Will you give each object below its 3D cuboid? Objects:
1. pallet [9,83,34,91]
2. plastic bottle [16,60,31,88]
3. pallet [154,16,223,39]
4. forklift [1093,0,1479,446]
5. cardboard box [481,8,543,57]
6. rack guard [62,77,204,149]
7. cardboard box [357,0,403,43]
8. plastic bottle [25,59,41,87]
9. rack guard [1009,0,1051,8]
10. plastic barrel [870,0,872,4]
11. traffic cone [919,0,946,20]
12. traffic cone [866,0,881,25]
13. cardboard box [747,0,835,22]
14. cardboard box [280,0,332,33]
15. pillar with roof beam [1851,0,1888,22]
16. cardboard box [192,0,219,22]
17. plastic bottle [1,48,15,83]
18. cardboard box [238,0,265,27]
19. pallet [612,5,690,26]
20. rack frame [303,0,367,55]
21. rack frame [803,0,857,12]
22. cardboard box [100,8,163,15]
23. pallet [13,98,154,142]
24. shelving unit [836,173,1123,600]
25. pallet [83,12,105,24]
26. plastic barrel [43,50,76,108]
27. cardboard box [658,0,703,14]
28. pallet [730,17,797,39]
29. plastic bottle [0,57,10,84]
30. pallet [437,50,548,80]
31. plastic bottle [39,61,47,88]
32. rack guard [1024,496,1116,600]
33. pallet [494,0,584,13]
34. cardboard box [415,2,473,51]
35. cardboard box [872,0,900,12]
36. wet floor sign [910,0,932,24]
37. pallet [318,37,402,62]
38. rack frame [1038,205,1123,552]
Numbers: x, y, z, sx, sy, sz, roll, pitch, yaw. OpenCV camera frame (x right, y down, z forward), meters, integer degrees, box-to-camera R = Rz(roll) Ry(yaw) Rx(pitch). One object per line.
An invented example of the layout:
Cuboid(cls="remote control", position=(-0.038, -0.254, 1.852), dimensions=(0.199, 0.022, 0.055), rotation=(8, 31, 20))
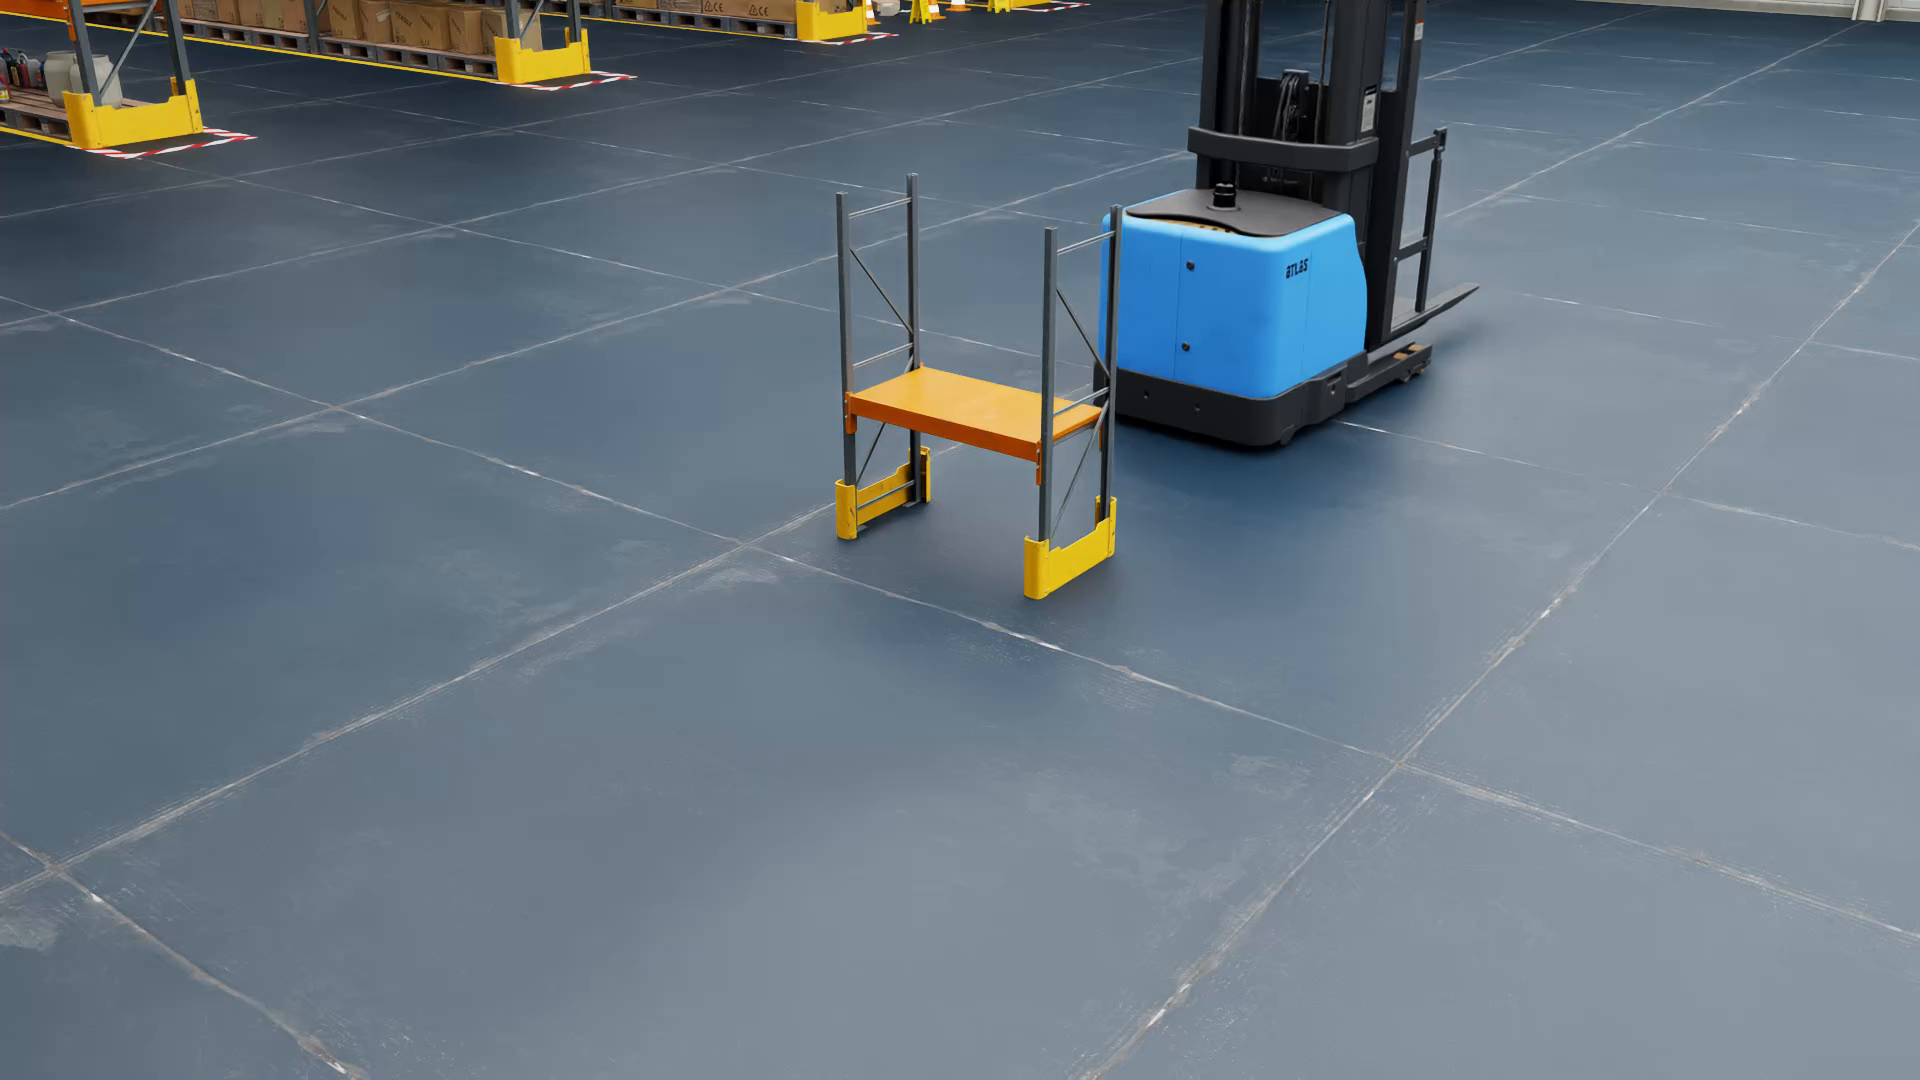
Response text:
Cuboid(cls="pallet", position=(-10.510, -4.758, 17.786), dimensions=(1.213, 0.211, 1.003), rotation=(17, 29, 33))
Cuboid(cls="plastic bottle", position=(-9.858, -4.905, 17.486), dimensions=(0.133, 0.283, 0.061), rotation=(17, 29, 33))
Cuboid(cls="pallet", position=(-10.628, -7.309, 23.577), dimensions=(1.213, 0.211, 1.003), rotation=(17, 29, 33))
Cuboid(cls="forklift", position=(2.005, -2.324, 8.889), dimensions=(1.130, 2.935, 3.031), rotation=(18, 29, 35))
Cuboid(cls="cardboard box", position=(-5.341, -6.045, 19.829), dimensions=(0.500, 0.500, 0.500), rotation=(-20, 31, -38))
Cuboid(cls="rack guard", position=(-7.910, -4.102, 15.939), dimensions=(0.348, 0.500, 1.175), rotation=(17, 29, 33))
Cuboid(cls="cardboard box", position=(-7.293, -6.610, 21.111), dimensions=(0.500, 0.500, 0.500), rotation=(-16, 28, -31))
Cuboid(cls="plastic bottle", position=(-9.794, -4.937, 17.566), dimensions=(0.135, 0.276, 0.152), rotation=(17, 29, 34))
Cuboid(cls="rack guard", position=(1.032, -8.912, 26.857), dimensions=(0.348, 0.500, 1.175), rotation=(17, 29, 33))
Cuboid(cls="plastic barrel", position=(-1.468, -8.870, 26.856), dimensions=(0.512, 0.421, 0.421), rotation=(-5, 24, -12))
Cuboid(cls="traffic cone", position=(-0.419, -8.124, 25.115), dimensions=(0.334, 0.463, 0.336), rotation=(17, 29, 33))
Cuboid(cls="traffic cone", position=(-1.369, -7.842, 24.474), dimensions=(0.334, 0.463, 0.336), rotation=(17, 29, 33))
Cuboid(cls="cardboard box", position=(-2.378, -7.779, 23.298), dimensions=(0.875, 0.875, 0.875), rotation=(17, 29, 34))
Cuboid(cls="cardboard box", position=(-8.530, -7.020, 22.018), dimensions=(0.500, 0.500, 0.700), rotation=(14, 28, 29))
Cuboid(cls="pillar with roof beam", position=(11.070, -10.554, 20.042), dimensions=(0.400, 9.000, 9.100), rotation=(17, 29, 33))
Cuboid(cls="cardboard box", position=(-10.253, -7.547, 23.212), dimensions=(0.500, 0.500, 0.700), rotation=(14, 27, 29))
Cuboid(cls="plastic bottle", position=(-10.180, -5.089, 17.821), dimensions=(0.185, 0.351, 0.144), rotation=(15, 28, 31))
Cuboid(cls="cardboard box", position=(-9.348, -7.277, 22.600), dimensions=(0.500, 0.500, 0.700), rotation=(14, 27, 29))
Cuboid(cls="pallet", position=(-4.435, -7.898, 24.914), dimensions=(1.213, 0.211, 1.003), rotation=(17, 29, 33))
Cuboid(cls="rack frame", position=(-8.052, -7.807, 21.250), dimensions=(0.127, 3.000, 1.000), rotation=(17, 29, 33))
Cuboid(cls="rack frame", position=(-1.795, -8.416, 22.631), dimensions=(0.127, 3.000, 1.000), rotation=(17, 29, 33))
Cuboid(cls="cardboard box", position=(-11.792, -8.168, 24.183), dimensions=(0.875, 0.875, 1.225), rotation=(15, 28, 31))
Cuboid(cls="pallet", position=(-8.557, -4.168, 16.447), dimensions=(1.213, 0.211, 1.003), rotation=(17, 29, 33))
Cuboid(cls="shelving unit", position=(0.061, -0.668, 6.906), dimensions=(1.083, 1.500, 0.587), rotation=(17, 29, 33))
Cuboid(cls="pallet", position=(-12.810, -8.009, 25.165), dimensions=(1.213, 0.211, 1.003), rotation=(17, 29, 33))
Cuboid(cls="plastic barrel", position=(-8.795, -4.552, 16.425), dimensions=(0.421, 0.512, 0.421), rotation=(0, 24, 0))
Cuboid(cls="cardboard box", position=(-3.811, -8.212, 24.282), dimensions=(0.875, 0.875, 0.875), rotation=(17, 29, 34))
Cuboid(cls="pallet", position=(-2.482, -7.308, 23.575), dimensions=(1.213, 0.211, 1.003), rotation=(17, 29, 33))
Cuboid(cls="plastic bottle", position=(-10.249, -5.001, 17.713), dimensions=(0.135, 0.276, 0.152), rotation=(17, 29, 33))
Cuboid(cls="pallet", position=(-5.541, -5.790, 20.130), dimensions=(1.213, 0.211, 1.003), rotation=(17, 29, 33))
Cuboid(cls="plastic bottle", position=(-9.602, -4.890, 17.466), dimensions=(0.097, 0.271, 0.097), rotation=(0, 24, 0))
Cuboid(cls="rack guard", position=(0.459, 0.024, 6.884), dimensions=(0.087, 0.250, 0.587), rotation=(17, 29, 33))
Cuboid(cls="pallet", position=(-6.639, -8.564, 26.426), dimensions=(1.213, 0.211, 1.003), rotation=(17, 29, 33))
Cuboid(cls="cardboard box", position=(-6.329, -6.336, 20.489), dimensions=(0.500, 0.500, 0.500), rotation=(20, 31, 38))
Cuboid(cls="cardboard box", position=(-1.167, -8.398, 26.126), dimensions=(0.380, 0.149, 0.250), rotation=(-10, 26, -21))
Cuboid(cls="wet floor sign", position=(-0.585, -7.970, 24.540), dimensions=(0.232, 0.644, 0.267), rotation=(12, 26, 24))
Cuboid(cls="pallet", position=(-7.493, -6.380, 21.469), dimensions=(1.213, 0.211, 1.003), rotation=(17, 29, 33))
Cuboid(cls="rack frame", position=(0.475, -0.543, 6.622), dimensions=(0.032, 1.500, 0.500), rotation=(17, 29, 33))
